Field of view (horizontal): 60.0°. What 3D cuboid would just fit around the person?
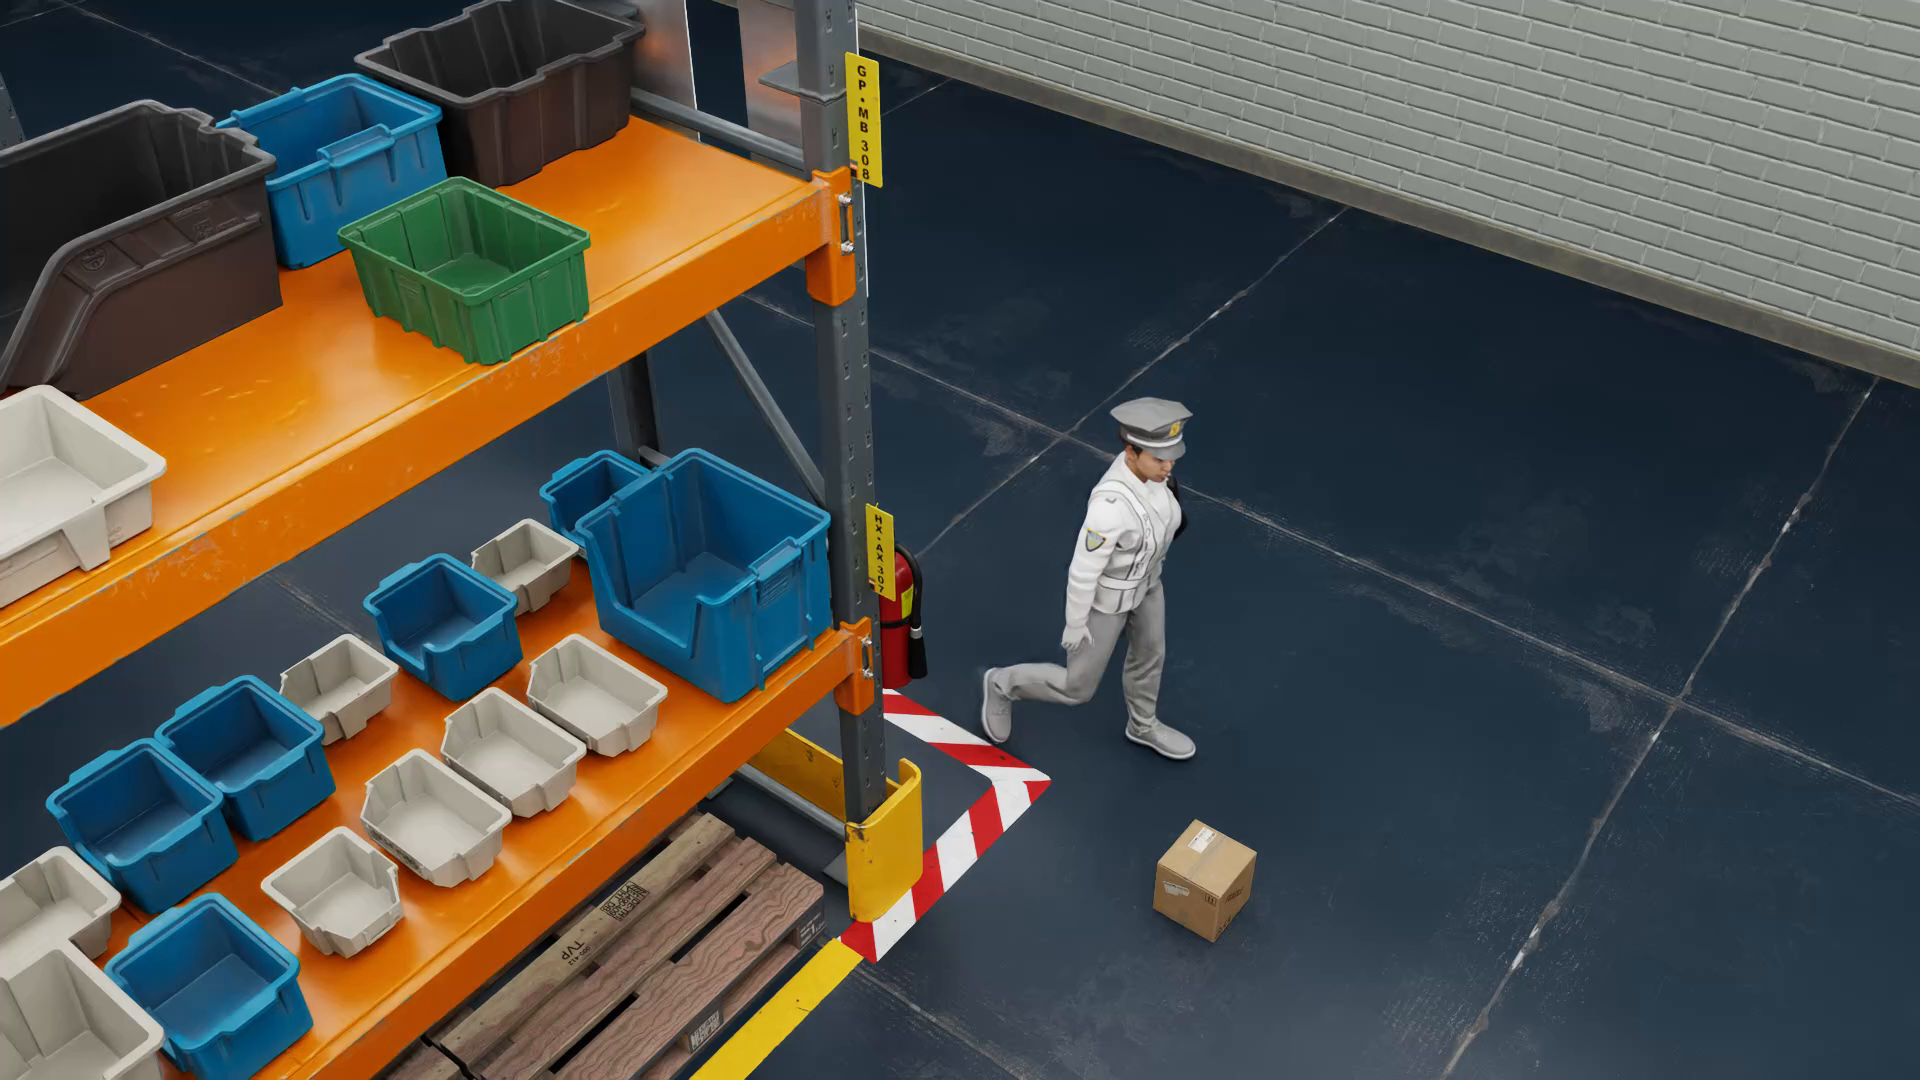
[{"bbox_3d":[0.484,0.150,5.960,0.796,1.641,0.538,22,44,24],"label":"person"}]
